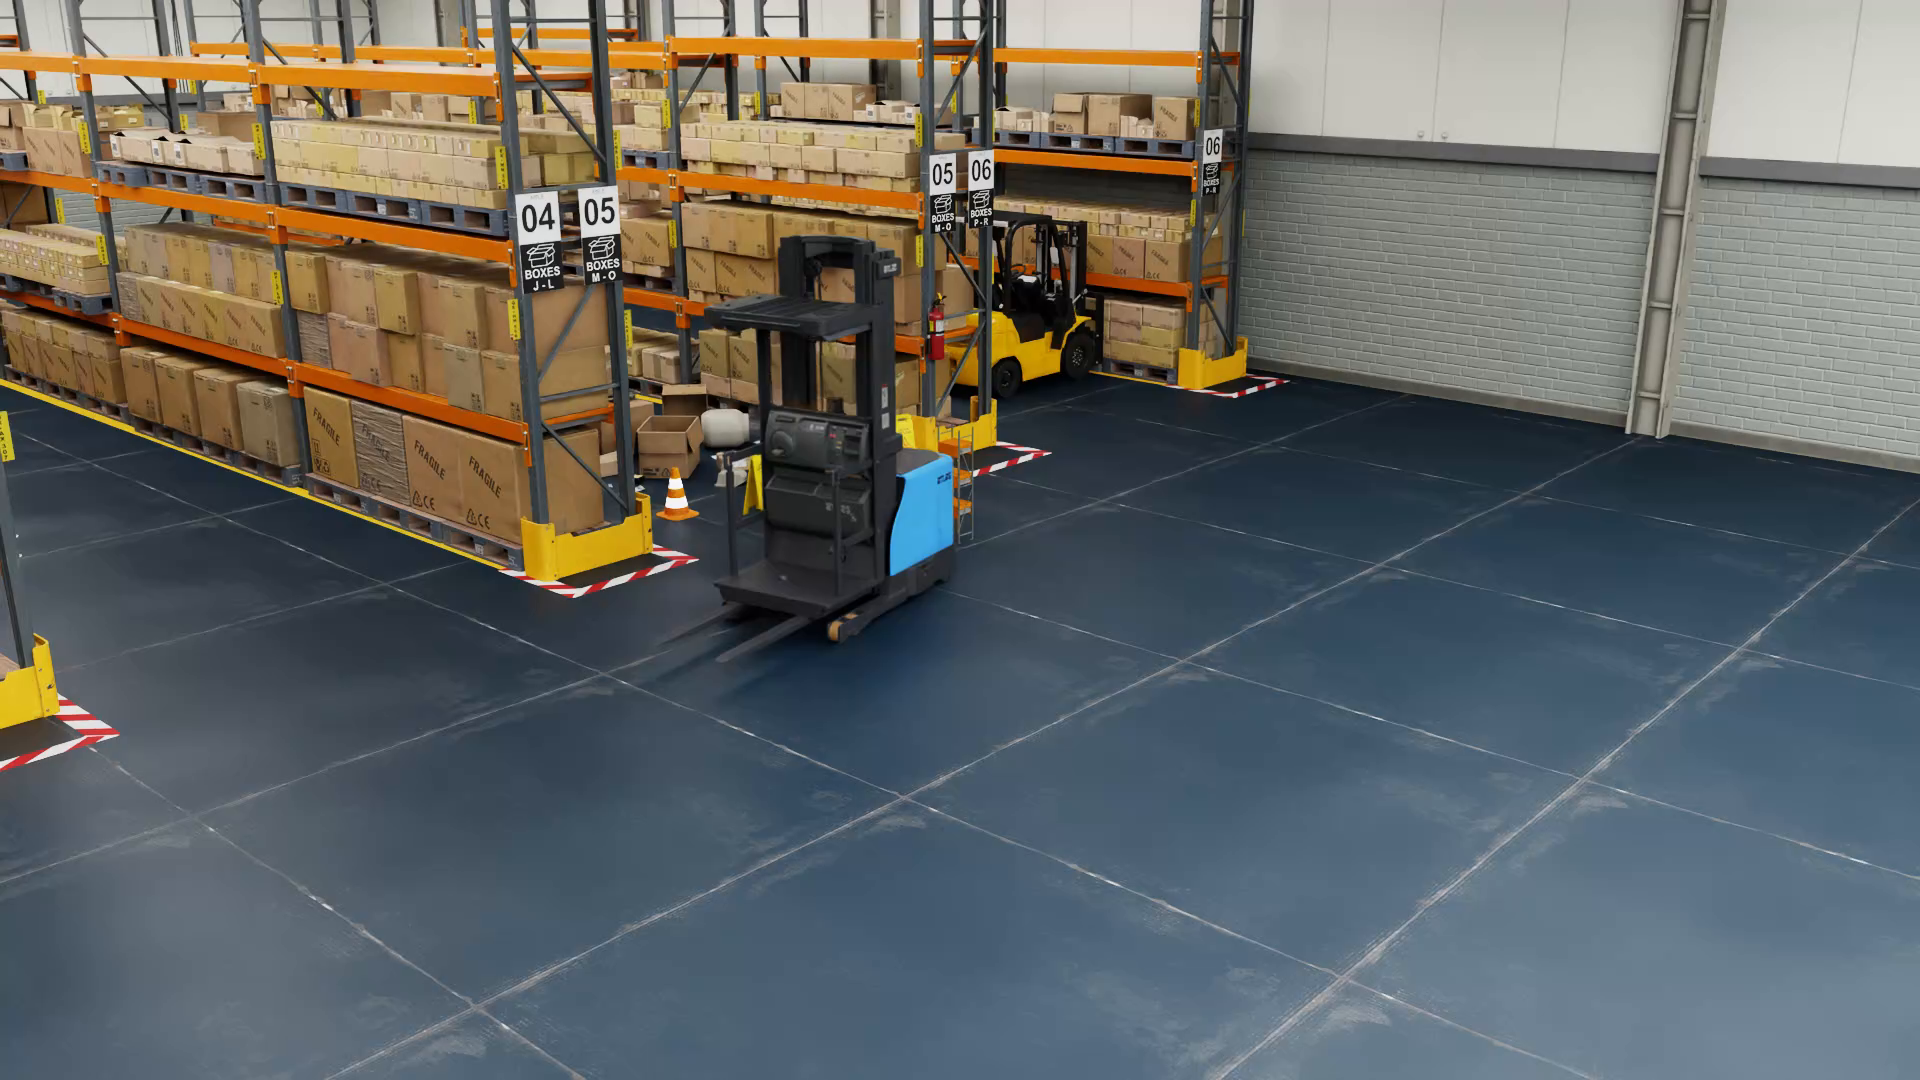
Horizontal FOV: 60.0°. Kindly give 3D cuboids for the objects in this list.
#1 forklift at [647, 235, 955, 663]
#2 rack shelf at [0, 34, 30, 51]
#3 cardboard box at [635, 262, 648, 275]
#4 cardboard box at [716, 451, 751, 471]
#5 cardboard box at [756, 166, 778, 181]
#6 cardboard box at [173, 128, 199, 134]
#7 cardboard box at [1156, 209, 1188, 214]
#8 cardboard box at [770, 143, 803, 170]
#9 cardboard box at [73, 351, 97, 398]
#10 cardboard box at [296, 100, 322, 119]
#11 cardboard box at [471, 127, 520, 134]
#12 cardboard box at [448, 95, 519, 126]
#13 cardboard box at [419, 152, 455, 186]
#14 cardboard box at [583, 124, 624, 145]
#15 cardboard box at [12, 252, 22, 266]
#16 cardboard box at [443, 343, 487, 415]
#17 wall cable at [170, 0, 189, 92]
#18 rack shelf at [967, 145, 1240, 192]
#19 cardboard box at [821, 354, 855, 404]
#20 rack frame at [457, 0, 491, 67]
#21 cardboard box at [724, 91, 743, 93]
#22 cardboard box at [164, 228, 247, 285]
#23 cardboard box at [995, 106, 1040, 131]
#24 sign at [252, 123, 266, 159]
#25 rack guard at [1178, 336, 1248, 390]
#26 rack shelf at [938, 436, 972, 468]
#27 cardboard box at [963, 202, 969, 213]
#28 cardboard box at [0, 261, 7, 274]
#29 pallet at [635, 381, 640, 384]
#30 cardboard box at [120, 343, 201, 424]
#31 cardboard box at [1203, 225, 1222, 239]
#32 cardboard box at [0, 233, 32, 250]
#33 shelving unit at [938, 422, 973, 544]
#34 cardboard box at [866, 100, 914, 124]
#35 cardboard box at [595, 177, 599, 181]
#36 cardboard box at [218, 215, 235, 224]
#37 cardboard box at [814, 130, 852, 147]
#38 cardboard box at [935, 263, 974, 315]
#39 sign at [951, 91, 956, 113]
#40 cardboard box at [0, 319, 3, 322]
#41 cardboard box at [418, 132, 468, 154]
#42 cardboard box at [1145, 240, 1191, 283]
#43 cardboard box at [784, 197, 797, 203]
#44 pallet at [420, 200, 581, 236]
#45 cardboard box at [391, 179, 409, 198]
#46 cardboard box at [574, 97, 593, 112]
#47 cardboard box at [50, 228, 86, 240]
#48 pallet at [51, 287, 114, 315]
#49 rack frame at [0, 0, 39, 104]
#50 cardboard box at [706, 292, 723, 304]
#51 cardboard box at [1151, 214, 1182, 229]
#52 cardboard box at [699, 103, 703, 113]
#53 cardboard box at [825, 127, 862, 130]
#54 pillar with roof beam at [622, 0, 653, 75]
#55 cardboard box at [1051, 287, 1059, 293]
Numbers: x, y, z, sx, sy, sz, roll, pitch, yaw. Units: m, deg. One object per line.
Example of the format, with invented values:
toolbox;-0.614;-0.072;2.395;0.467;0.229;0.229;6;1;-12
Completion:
forklift;-1.213;-0.772;12.698;1.130;2.935;3.031;10;20;28
rack shelf;-13.711;-6.567;22.123;4.000;0.370;1.077;15;23;39
cardboard box;-3.775;-3.363;20.470;0.250;0.149;0.380;14;22;38
cardboard box;-2.350;-0.829;17.477;0.380;0.149;0.250;-6;18;-18
cardboard box;-2.045;-4.098;18.522;0.250;0.149;0.380;14;23;38
cardboard box;-8.242;-4.341;18.159;0.500;0.311;0.500;15;23;39
cardboard box;2.773;-4.230;21.751;0.250;0.149;0.380;16;23;40
cardboard box;-1.737;-4.229;18.274;0.500;0.250;0.500;15;23;40
cardboard box;-10.275;-2.034;20.001;0.500;0.500;0.500;16;24;41
cardboard box;-9.695;-6.460;24.913;0.258;0.266;0.396;16;24;41
cardboard box;-4.038;-3.523;14.531;0.250;0.149;0.380;15;23;38
cardboard box;-6.395;-5.709;22.317;0.637;0.503;0.797;13;22;36
cardboard box;-4.165;-3.125;13.937;0.500;0.250;0.500;15;23;39
cardboard box;-4.310;-5.033;20.607;0.500;0.250;0.500;15;23;40
cardboard box;-11.241;-3.427;20.182;0.250;0.149;0.380;15;23;38
cardboard box;-3.973;-1.483;14.576;0.550;0.550;0.875;15;23;39
wall cable;-14.060;-10.342;32.761;0.133;3.039;2.988;15;23;39
rack shelf;1.766;-4.994;22.118;4.000;0.370;1.077;15;23;39
cardboard box;-1.195;-1.834;18.545;0.500;0.500;0.500;16;24;41
rack frame;-8.705;-9.577;30.413;0.127;3.000;1.000;15;23;39
cardboard box;-3.582;-7.141;26.792;0.250;0.149;0.380;15;23;39
cardboard box;-8.130;-3.076;18.026;0.500;0.500;0.700;15;23;38
cardboard box;0.731;-5.721;22.510;0.500;0.311;0.500;16;23;40
sign;-6.584;-3.746;15.622;0.005;0.325;0.100;15;23;39
rack guard;3.280;-2.309;21.561;0.348;0.500;1.175;15;23;39
rack shelf;-0.040;-0.772;14.904;0.240;0.259;0.215;15;23;39
cardboard box;0.150;-4.784;23.991;0.250;0.149;0.380;14;23;38
cardboard box;-11.643;-3.392;20.562;0.250;0.149;0.380;15;23;40
pallet;-4.521;-2.256;21.873;1.213;0.211;1.003;15;23;39
cardboard box;-8.827;-1.833;18.953;0.750;0.750;1.050;15;23;39
cardboard box;3.181;-3.989;21.484;0.250;0.149;0.380;14;23;38
cardboard box;-11.638;-3.674;20.468;0.250;0.149;0.380;15;23;39
shelving unit;-0.040;-0.511;14.987;0.252;1.050;0.215;15;23;39
cardboard box;-1.007;-6.188;23.980;0.500;0.311;0.500;14;22;37
cardboard box;-6.650;-6.702;29.786;0.500;0.500;0.500;14;23;38
cardboard box;-11.828;-5.480;27.256;0.500;0.500;0.500;15;23;39
cardboard box;-1.361;-4.352;18.004;0.250;0.149;0.380;14;22;38
cardboard box;-0.200;-2.729;18.094;0.500;0.500;0.500;15;23;38
sign;-0.082;-6.010;22.756;0.005;0.325;0.100;15;23;39
cardboard box;-12.871;-2.831;22.107;0.250;0.149;0.380;15;23;40
cardboard box;-4.289;-3.324;13.904;0.250;0.149;0.380;16;23;40
cardboard box;2.720;-3.592;21.307;0.500;0.500;0.500;14;23;38
cardboard box;-2.478;-5.285;25.567;0.250;0.149;0.380;16;23;40
pallet;-3.801;-2.775;14.086;1.213;0.211;1.003;15;23;39
cardboard box;-4.663;-3.044;14.343;0.250;0.149;0.380;15;23;40
cardboard box;-6.240;-7.455;28.441;0.500;0.250;0.500;15;23;39
cardboard box;-11.195;-3.820;20.926;0.250;0.149;0.380;15;23;39
pallet;-9.827;-2.875;19.530;1.003;0.211;1.213;15;23;39
rack frame;-12.215;-6.510;20.749;0.127;3.000;1.000;15;23;39
cardboard box;-2.775;-2.890;19.675;0.250;0.149;0.380;16;24;41
cardboard box;2.649;-4.071;21.250;0.250;0.149;0.380;15;23;39
cardboard box;-4.091;-6.941;26.653;0.250;0.149;0.380;16;24;41
cardboard box;-1.277;-4.502;18.476;0.250;0.149;0.380;16;23;40
pillar with roof beam;-8.493;-8.144;25.897;0.400;9.000;9.100;15;23;39
cardboard box;1.180;-3.304;22.763;0.500;0.250;0.500;16;24;41
